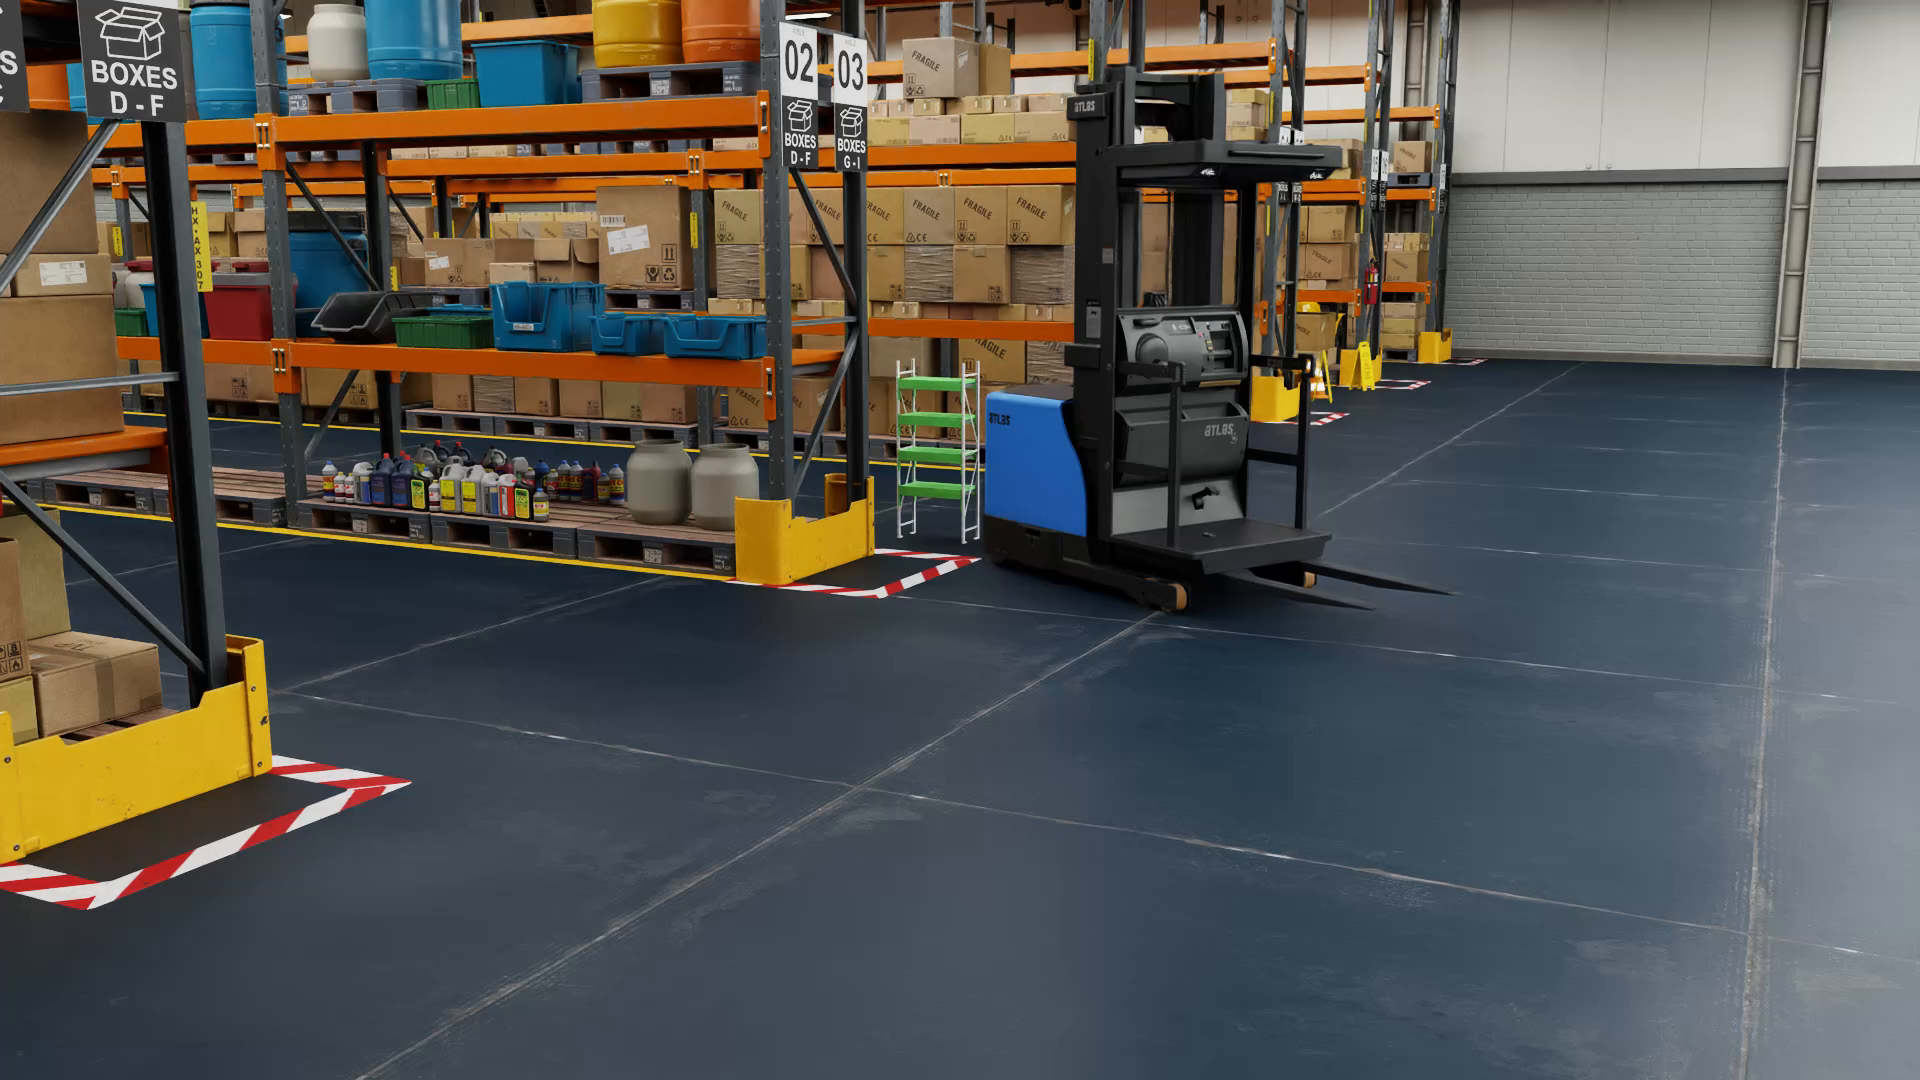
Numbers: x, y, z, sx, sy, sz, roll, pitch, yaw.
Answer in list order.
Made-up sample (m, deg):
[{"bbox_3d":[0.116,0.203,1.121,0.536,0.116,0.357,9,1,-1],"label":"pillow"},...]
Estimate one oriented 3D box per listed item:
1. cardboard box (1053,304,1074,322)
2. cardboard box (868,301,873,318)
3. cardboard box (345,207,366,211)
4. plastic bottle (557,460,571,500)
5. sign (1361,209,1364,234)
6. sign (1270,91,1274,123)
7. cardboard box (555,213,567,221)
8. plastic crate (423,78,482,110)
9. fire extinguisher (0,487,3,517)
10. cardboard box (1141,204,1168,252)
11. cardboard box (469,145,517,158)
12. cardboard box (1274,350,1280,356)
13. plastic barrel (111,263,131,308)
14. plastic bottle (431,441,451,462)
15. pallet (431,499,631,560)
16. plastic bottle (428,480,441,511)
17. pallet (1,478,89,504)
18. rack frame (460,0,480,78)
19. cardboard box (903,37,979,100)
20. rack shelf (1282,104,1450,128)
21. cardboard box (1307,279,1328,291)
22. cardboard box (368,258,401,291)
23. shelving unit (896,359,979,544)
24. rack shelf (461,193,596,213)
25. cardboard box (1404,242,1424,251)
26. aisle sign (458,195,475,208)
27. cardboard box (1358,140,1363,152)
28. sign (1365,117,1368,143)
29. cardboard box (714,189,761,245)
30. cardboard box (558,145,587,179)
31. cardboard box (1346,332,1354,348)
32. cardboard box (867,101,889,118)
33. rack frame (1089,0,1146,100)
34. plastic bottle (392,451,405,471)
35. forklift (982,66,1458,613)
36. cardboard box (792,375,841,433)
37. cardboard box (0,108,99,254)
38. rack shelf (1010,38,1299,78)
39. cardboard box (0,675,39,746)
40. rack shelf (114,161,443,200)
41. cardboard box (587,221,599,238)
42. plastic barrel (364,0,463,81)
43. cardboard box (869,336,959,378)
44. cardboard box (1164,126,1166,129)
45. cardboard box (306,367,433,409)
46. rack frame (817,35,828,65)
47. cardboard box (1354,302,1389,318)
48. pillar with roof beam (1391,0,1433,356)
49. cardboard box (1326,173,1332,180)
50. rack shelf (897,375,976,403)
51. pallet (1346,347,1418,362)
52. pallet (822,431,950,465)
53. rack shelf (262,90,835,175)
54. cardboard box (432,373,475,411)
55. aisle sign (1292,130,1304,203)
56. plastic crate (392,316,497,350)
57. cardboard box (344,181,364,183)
[{"bbox_3d":[0.991,-1.971,14.402,0.250,0.149,0.380,5,11,26],"label":"cardboard box"},{"bbox_3d":[-0.838,-2.115,15.202,0.250,0.149,0.380,5,11,26],"label":"cardboard box"},{"bbox_3d":[-8.598,-4.599,24.293,0.500,0.500,0.500,5,12,27],"label":"cardboard box"},{"bbox_3d":[-2.739,-0.415,11.528,0.097,0.271,0.097,0,10,0],"label":"plastic bottle"},{"bbox_3d":[5.459,-4.326,22.571,0.005,0.325,0.100,5,11,26],"label":"sign"},{"bbox_3d":[3.371,-4.676,17.959,0.005,0.325,0.100,5,11,26],"label":"sign"},{"bbox_3d":[-6.801,-5.595,28.812,0.250,0.149,0.380,5,11,26],"label":"cardboard box"},{"bbox_3d":[-3.146,-2.833,10.633,0.450,0.188,0.336,5,11,26],"label":"plastic crate"},{"bbox_3d":[-3.148,-0.402,5.243,0.183,0.674,0.296,5,11,26],"label":"fire extinguisher"},{"bbox_3d":[2.331,-3.624,19.379,0.550,0.550,0.875,5,11,26],"label":"cardboard box"},{"bbox_3d":[-4.602,-3.980,16.799,0.500,0.250,0.500,5,12,27],"label":"cardboard box"},{"bbox_3d":[4.418,-2.604,23.738,0.500,0.250,0.500,5,11,26],"label":"cardboard box"},{"bbox_3d":[-6.633,-1.919,13.098,0.421,0.512,0.421,0,10,0],"label":"plastic barrel"},{"bbox_3d":[-3.736,-0.537,11.980,0.185,0.351,0.144,5,11,24],"label":"plastic bottle"},{"bbox_3d":[-2.759,-0.101,11.198,1.213,0.211,1.003,5,11,26],"label":"pallet"},{"bbox_3d":[-3.488,-0.298,11.075,0.097,0.201,0.097,0,10,0],"label":"plastic bottle"},{"bbox_3d":[-7.350,-0.505,13.427,1.213,0.211,1.003,5,11,26],"label":"pallet"},{"bbox_3d":[-7.138,-6.787,23.462,0.127,3.000,1.000,5,11,26],"label":"rack frame"},{"bbox_3d":[-0.164,-4.104,14.543,0.500,0.500,0.500,5,11,26],"label":"cardboard box"},{"bbox_3d":[6.122,-7.040,28.001,4.000,0.370,1.077,5,11,26],"label":"rack shelf"},{"bbox_3d":[5.016,-3.562,23.192,0.250,0.149,0.380,5,11,25],"label":"cardboard box"},{"bbox_3d":[-6.389,-2.784,17.909,0.500,0.500,0.500,5,12,28],"label":"cardboard box"},{"bbox_3d":[-0.148,-0.603,11.195,0.503,1.200,0.258,5,11,26],"label":"shelving unit"},{"bbox_3d":[-6.832,-5.913,29.076,4.000,0.370,1.077,5,11,26],"label":"rack shelf"},{"bbox_3d":[7.481,-4.832,27.402,0.250,0.149,0.380,5,11,27],"label":"cardboard box"},{"bbox_3d":[-8.819,-6.187,29.693,0.004,0.787,0.394,5,11,26],"label":"aisle sign"},{"bbox_3d":[5.494,-5.493,23.202,0.250,0.149,0.380,5,11,25],"label":"cardboard box"},{"bbox_3d":[5.459,-5.512,22.356,0.005,0.325,0.100,5,11,26],"label":"sign"},{"bbox_3d":[-1.958,-3.032,15.635,0.500,0.500,0.500,5,11,26],"label":"cardboard box"},{"bbox_3d":[-5.076,-5.127,22.430,0.500,0.500,0.500,5,11,26],"label":"cardboard box"},{"bbox_3d":[6.468,-3.402,28.149,0.500,0.250,0.500,5,11,26],"label":"cardboard box"},{"bbox_3d":[-0.662,-3.832,14.860,0.250,0.149,0.380,5,12,27],"label":"cardboard box"},{"bbox_3d":[1.338,-5.057,13.904,0.127,3.000,1.000,5,11,26],"label":"rack frame"},{"bbox_3d":[-3.837,-0.435,11.415,0.185,0.351,0.144,5,11,26],"label":"plastic bottle"},{"bbox_3d":[1.401,-1.141,9.305,1.130,2.935,3.031,-7,12,-35],"label":"forklift"},{"bbox_3d":[-1.391,-1.315,15.913,0.500,0.500,0.500,10,14,44],"label":"cardboard box"},{"bbox_3d":[-3.509,-1.254,5.811,0.500,0.500,0.700,5,11,26],"label":"cardboard box"},{"bbox_3d":[1.830,-5.448,19.207,4.000,0.370,1.077,5,11,26],"label":"rack shelf"},{"bbox_3d":[-3.660,0.628,5.878,0.500,0.250,0.500,5,11,26],"label":"cardboard box"},{"bbox_3d":[-7.630,-4.015,18.589,4.000,0.370,1.077,5,11,26],"label":"rack shelf"},{"bbox_3d":[-6.035,-5.209,28.500,0.500,0.500,0.500,5,11,25],"label":"cardboard box"},{"bbox_3d":[-3.596,-3.463,10.932,0.708,0.901,0.600,5,11,26],"label":"plastic barrel"},{"bbox_3d":[-0.560,-2.339,20.866,0.750,0.750,1.050,5,11,26],"label":"cardboard box"},{"bbox_3d":[2.612,-4.727,18.630,0.500,0.250,0.500,5,11,26],"label":"cardboard box"},{"bbox_3d":[-6.446,-1.954,18.392,0.875,0.875,1.225,4,11,23],"label":"cardboard box"},{"bbox_3d":[-2.846,-8.378,32.255,0.127,3.000,1.000,5,11,26],"label":"rack frame"},{"bbox_3d":[6.904,-3.852,27.826,0.500,0.250,0.500,5,12,27],"label":"cardboard box"},{"bbox_3d":[5.785,-6.944,24.330,0.400,9.000,9.100,5,11,26],"label":"pillar with roof beam"},{"bbox_3d":[5.041,-5.038,22.926,0.250,0.149,0.380,5,11,26],"label":"cardboard box"},{"bbox_3d":[-0.148,-1.013,11.121,0.480,0.148,0.258,5,11,26],"label":"rack shelf"},{"bbox_3d":[7.211,-3.162,28.109,1.213,0.211,1.003,5,11,26],"label":"pallet"},{"bbox_3d":[-0.533,-0.905,15.637,1.213,0.211,1.003,5,11,26],"label":"pallet"},{"bbox_3d":[-2.647,-2.594,10.735,4.000,0.370,1.077,5,11,26],"label":"rack shelf"},{"bbox_3d":[-5.227,-1.672,17.831,0.500,0.500,0.700,4,11,23],"label":"cardboard box"},{"bbox_3d":[3.820,-4.211,18.773,0.004,0.787,0.394,5,11,26],"label":"aisle sign"},{"bbox_3d":[-3.348,-1.373,10.988,0.662,0.188,0.450,5,11,26],"label":"plastic crate"},{"bbox_3d":[-8.596,-5.314,24.166,0.500,0.250,0.500,5,11,25],"label":"cardboard box"}]
